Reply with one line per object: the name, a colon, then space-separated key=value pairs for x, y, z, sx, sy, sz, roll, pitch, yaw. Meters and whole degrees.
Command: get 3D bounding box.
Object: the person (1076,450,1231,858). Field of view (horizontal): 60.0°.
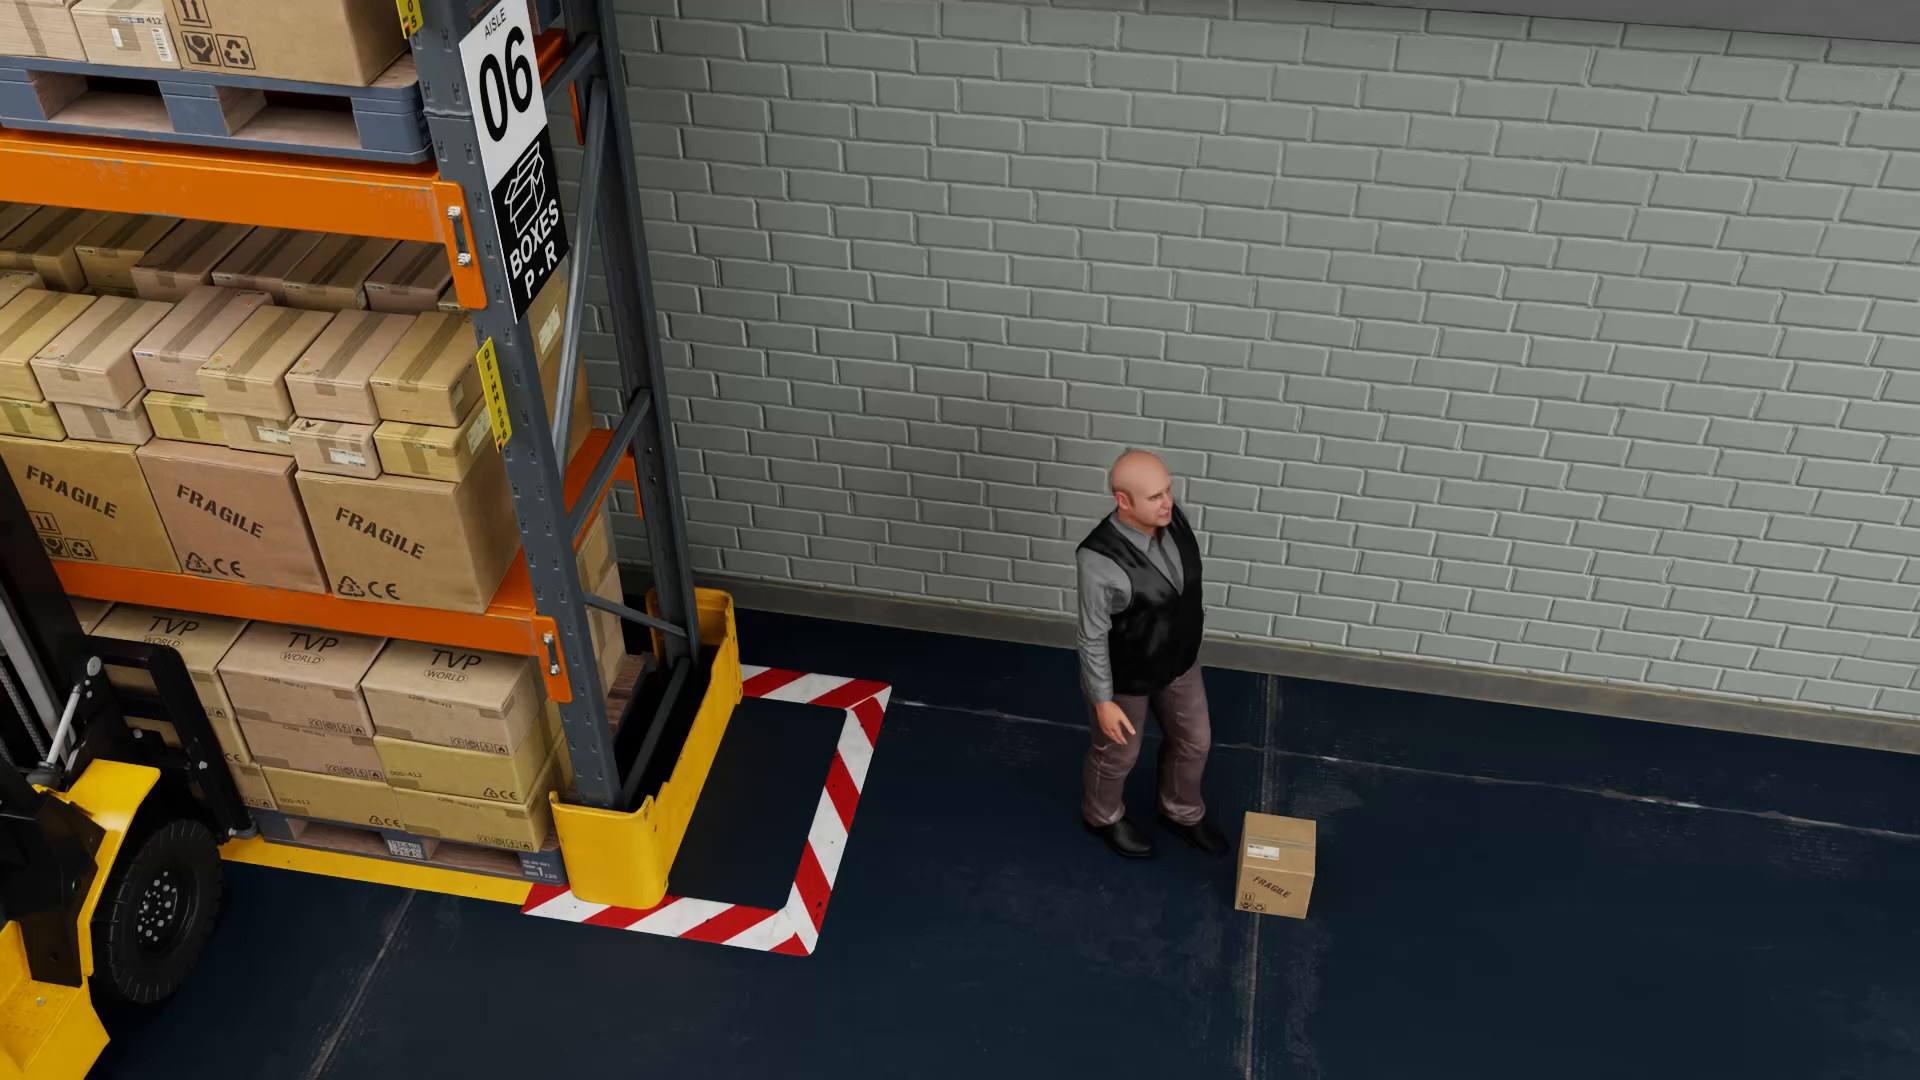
person: x=0.653 y=0.480 z=5.629 sx=0.557 sy=1.763 sz=0.540 roll=-32 pitch=50 yaw=-32
